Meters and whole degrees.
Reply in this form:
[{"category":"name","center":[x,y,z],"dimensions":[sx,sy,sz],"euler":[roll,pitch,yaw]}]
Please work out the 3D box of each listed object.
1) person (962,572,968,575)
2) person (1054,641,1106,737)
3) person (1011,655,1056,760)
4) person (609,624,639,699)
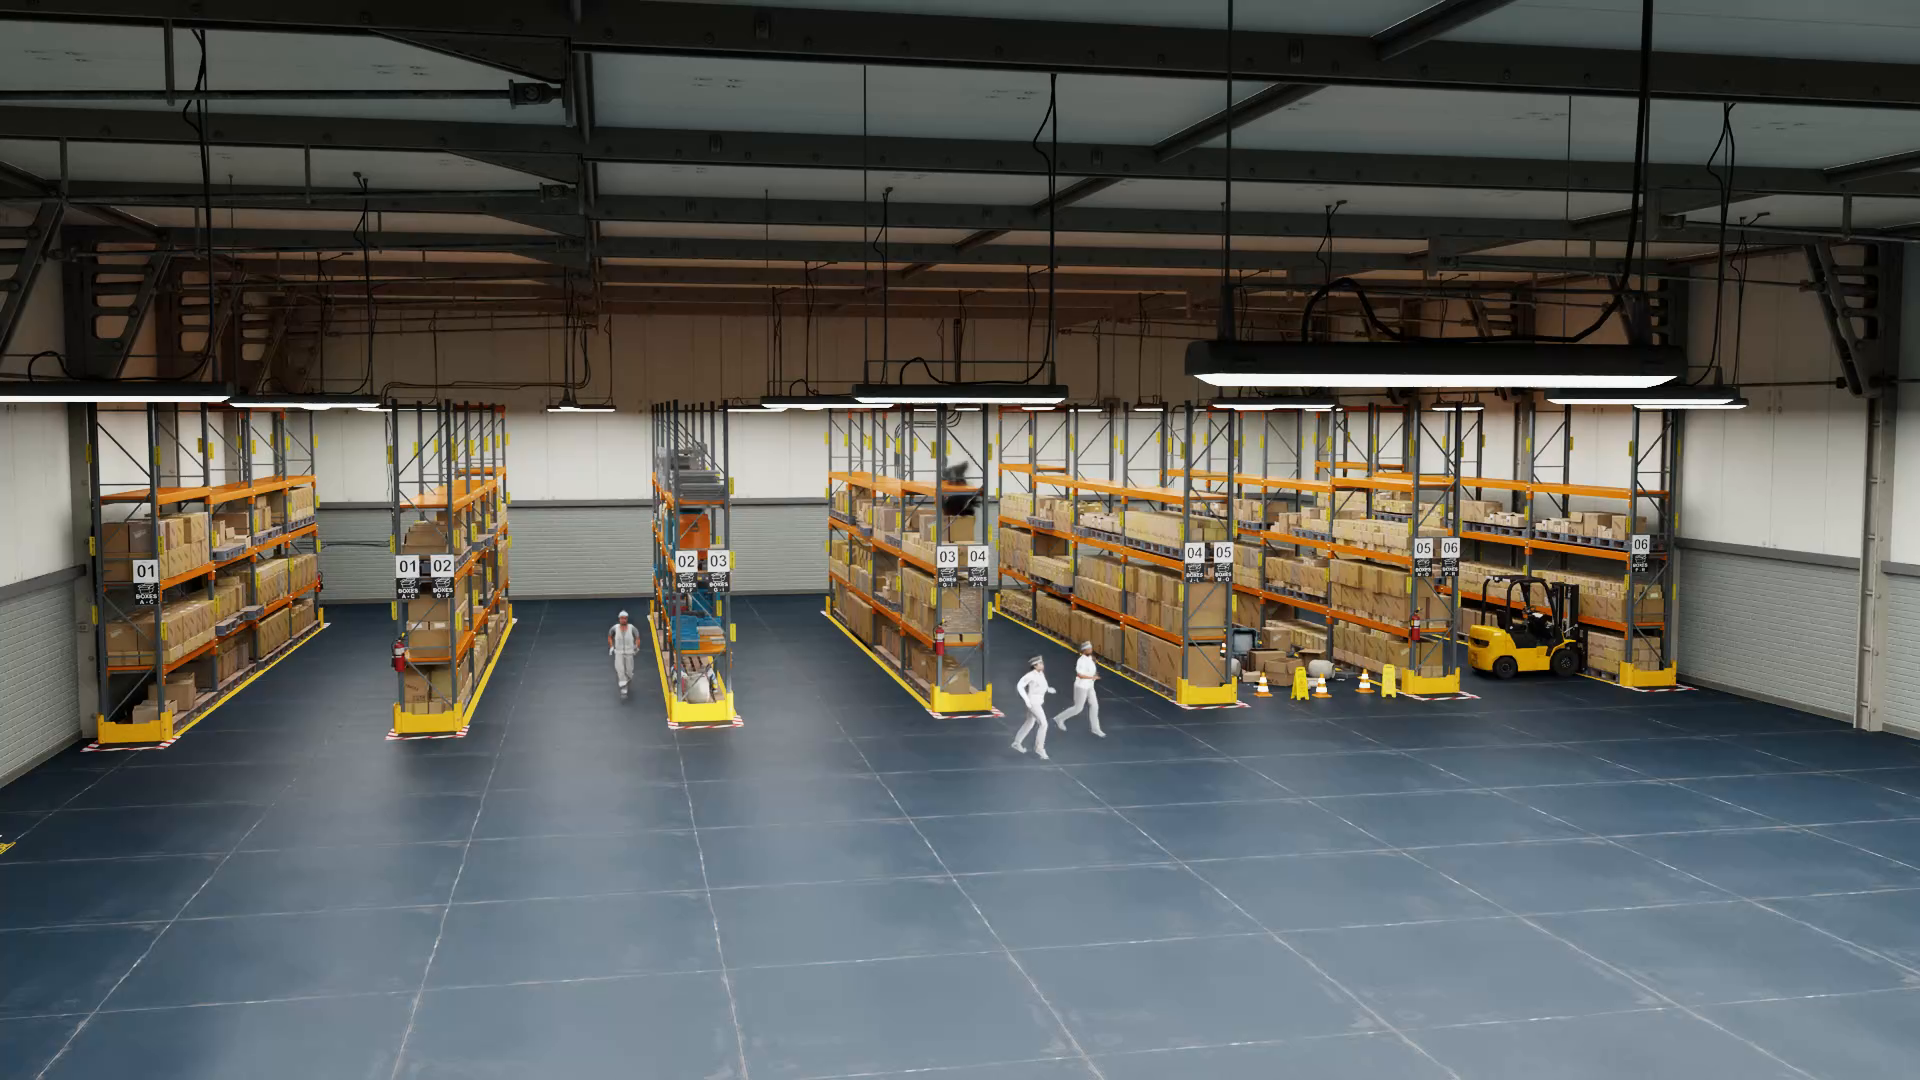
[{"category":"person","center":[0.076,0.896,47.078],"dimensions":[0.539,0.859,0.441],"euler":[0,4,2]},{"category":"person","center":[2.168,2.642,29.694],"dimensions":[0.931,1.716,0.385],"euler":[2,5,28]},{"category":"person","center":[1.229,2.782,27.840],"dimensions":[0.743,1.749,0.606],"euler":[1,5,19]},{"category":"person","center":[-6.829,2.423,33.803],"dimensions":[0.582,1.520,0.833],"euler":[-1,4,-12]}]
